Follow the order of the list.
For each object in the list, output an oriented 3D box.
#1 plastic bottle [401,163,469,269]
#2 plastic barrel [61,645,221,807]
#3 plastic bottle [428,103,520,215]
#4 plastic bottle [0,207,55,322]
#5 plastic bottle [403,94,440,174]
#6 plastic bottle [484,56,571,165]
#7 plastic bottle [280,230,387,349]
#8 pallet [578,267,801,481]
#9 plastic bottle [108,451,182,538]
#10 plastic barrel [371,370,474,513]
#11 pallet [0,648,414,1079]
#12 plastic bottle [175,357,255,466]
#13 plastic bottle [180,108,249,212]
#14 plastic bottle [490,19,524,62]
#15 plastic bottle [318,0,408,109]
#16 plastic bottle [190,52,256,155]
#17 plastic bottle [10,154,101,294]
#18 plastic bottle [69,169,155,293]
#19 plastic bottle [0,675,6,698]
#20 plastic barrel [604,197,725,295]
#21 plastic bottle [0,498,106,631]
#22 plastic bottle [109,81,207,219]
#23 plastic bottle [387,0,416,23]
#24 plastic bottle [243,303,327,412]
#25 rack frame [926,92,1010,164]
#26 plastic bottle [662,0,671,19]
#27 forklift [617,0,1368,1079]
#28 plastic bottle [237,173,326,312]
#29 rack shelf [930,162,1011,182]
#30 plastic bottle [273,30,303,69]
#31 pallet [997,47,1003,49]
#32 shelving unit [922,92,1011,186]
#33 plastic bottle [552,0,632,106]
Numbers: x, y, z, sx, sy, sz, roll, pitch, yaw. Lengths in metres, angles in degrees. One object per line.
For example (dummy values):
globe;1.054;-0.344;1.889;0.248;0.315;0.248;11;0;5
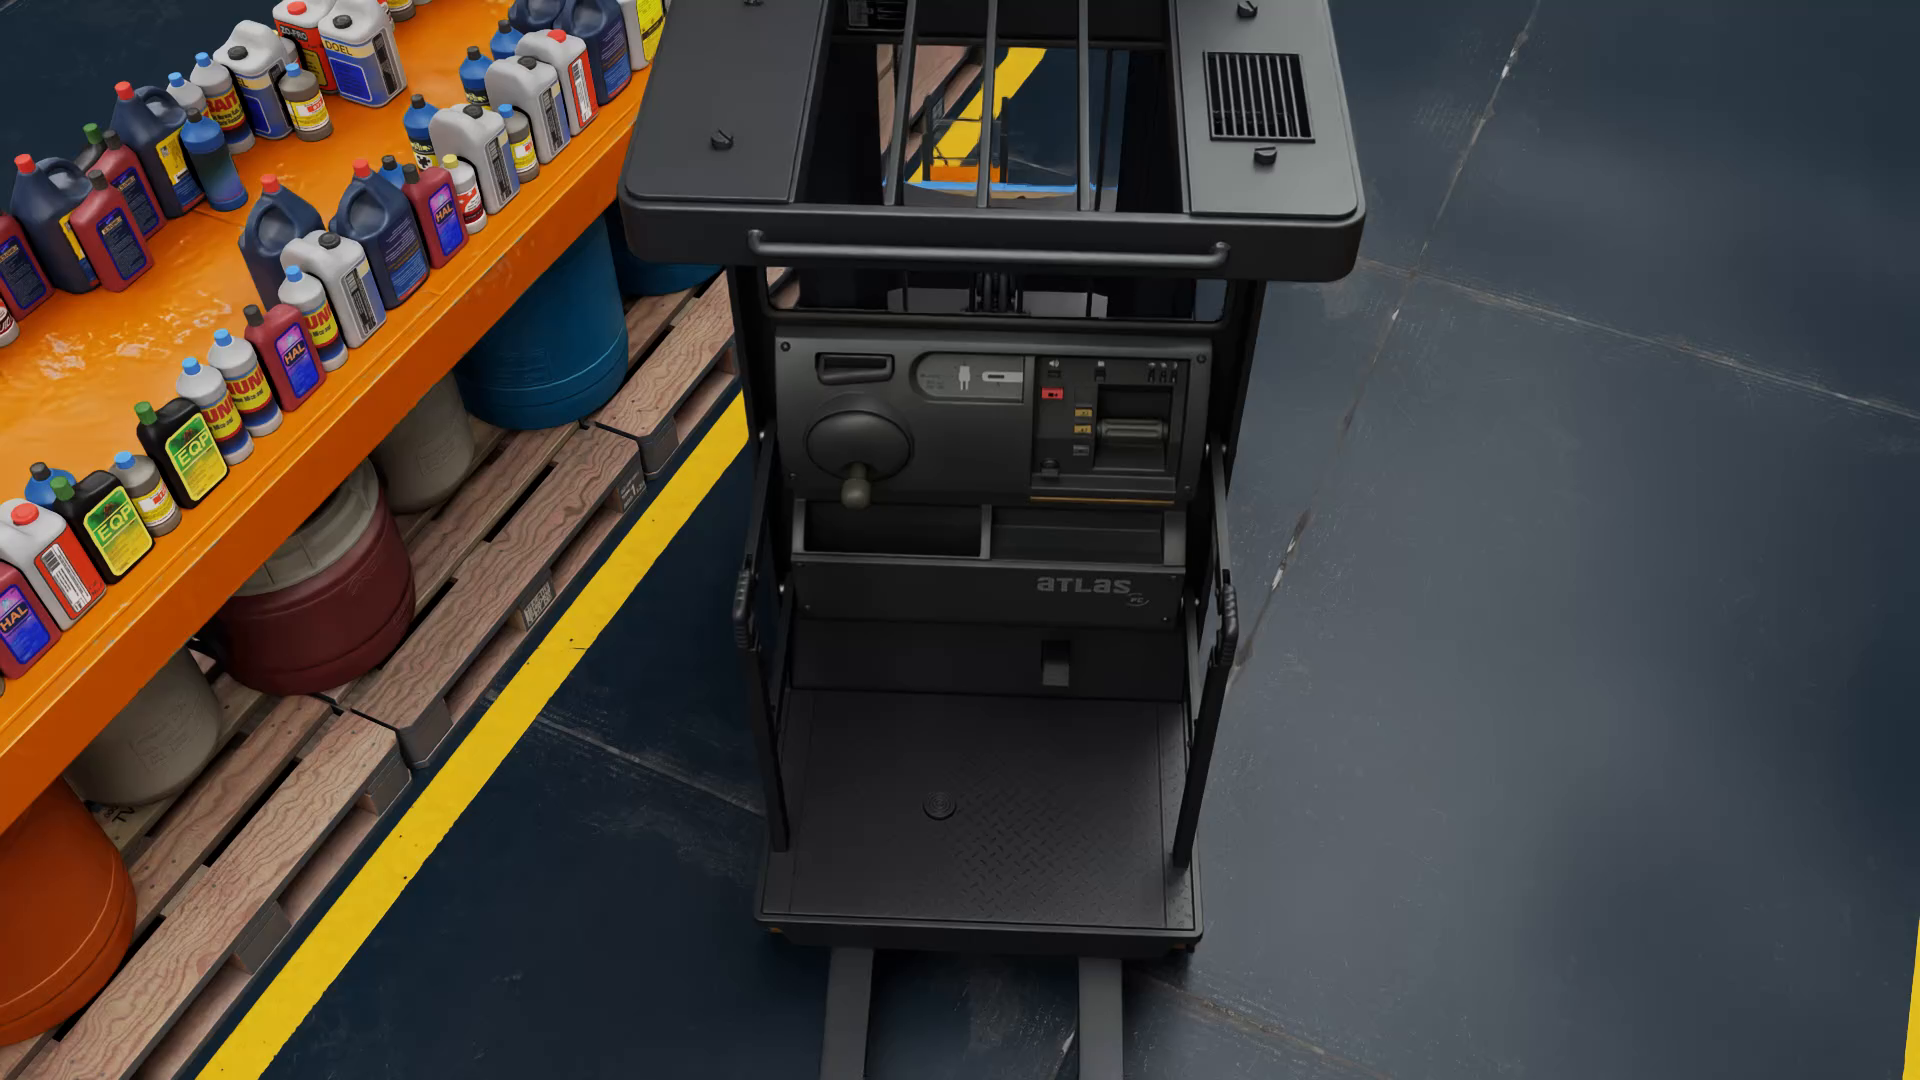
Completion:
plastic bottle;-1.283;-0.811;4.047;0.061;0.283;0.133;20;52;16
plastic barrel;-2.176;0.414;4.286;0.421;0.512;0.421;0;50;0
plastic bottle;-1.226;-0.983;4.198;0.152;0.276;0.135;20;52;16
plastic bottle;-2.255;-0.663;3.921;0.061;0.283;0.133;20;52;16
plastic bottle;-1.346;-1.009;4.223;0.097;0.271;0.097;0;50;0
plastic bottle;-1.126;-1.142;4.334;0.152;0.276;0.135;20;52;16
plastic bottle;-1.461;-0.604;3.876;0.152;0.276;0.135;20;52;16
pallet;-1.189;-0.829;5.817;1.003;0.211;1.213;20;52;16
plastic bottle;-1.724;-0.106;3.501;0.097;0.201;0.097;0;50;0
plastic barrel;-1.694;-0.364;4.948;0.421;0.512;0.421;0;50;0
pallet;-2.231;0.851;4.387;1.003;0.211;1.213;20;52;16
plastic bottle;-1.626;-0.288;3.610;0.097;0.271;0.097;0;50;0
plastic bottle;-1.885;-0.965;4.186;0.097;0.271;0.097;0;50;0
plastic bottle;-1.190;-1.261;4.438;0.097;0.271;0.097;0;50;0
plastic bottle;-1.622;-1.328;4.492;0.152;0.276;0.135;20;52;16
plastic bottle;-1.932;-1.146;4.340;0.097;0.271;0.097;0;50;0
plastic bottle;-2.149;-0.781;3.977;0.144;0.351;0.185;20;52;16
plastic bottle;-2.045;-0.743;3.989;0.061;0.283;0.133;20;52;16
plastic bottle;-1.937;0.237;3.209;0.097;0.201;0.097;0;50;0
plastic barrel;-1.069;-1.338;5.521;0.600;0.901;0.708;20;52;16
plastic bottle;-1.855;0.033;3.334;0.152;0.276;0.135;20;52;16
plastic bottle;-2.013;-1.000;4.164;0.144;0.351;0.185;20;52;16
plastic bottle;-1.636;-1.601;4.774;0.097;0.201;0.097;0;50;0
plastic bottle;-1.518;-0.432;3.725;0.061;0.283;0.133;20;52;16
rack frame;0.022;-0.888;5.218;0.240;1.200;0.006;2;50;2
plastic bottle;-0.854;-1.582;4.708;0.152;0.276;0.135;20;52;16
forklift;0.061;-0.149;3.452;1.130;2.935;3.031;2;50;2
plastic bottle;-1.584;-0.693;3.903;0.144;0.351;0.185;20;52;16
rack shelf;0.018;-1.023;4.918;0.258;0.103;0.180;2;50;2
plastic bottle;-1.833;-1.283;4.502;0.097;0.201;0.097;0;50;0
pallet;-0.022;-2.709;7.416;1.003;0.211;1.213;20;52;16
shelving unit;0.018;-0.818;5.158;0.258;1.200;0.189;2;50;2
plastic bottle;-0.997;-1.368;4.477;0.144;0.351;0.185;20;52;16
